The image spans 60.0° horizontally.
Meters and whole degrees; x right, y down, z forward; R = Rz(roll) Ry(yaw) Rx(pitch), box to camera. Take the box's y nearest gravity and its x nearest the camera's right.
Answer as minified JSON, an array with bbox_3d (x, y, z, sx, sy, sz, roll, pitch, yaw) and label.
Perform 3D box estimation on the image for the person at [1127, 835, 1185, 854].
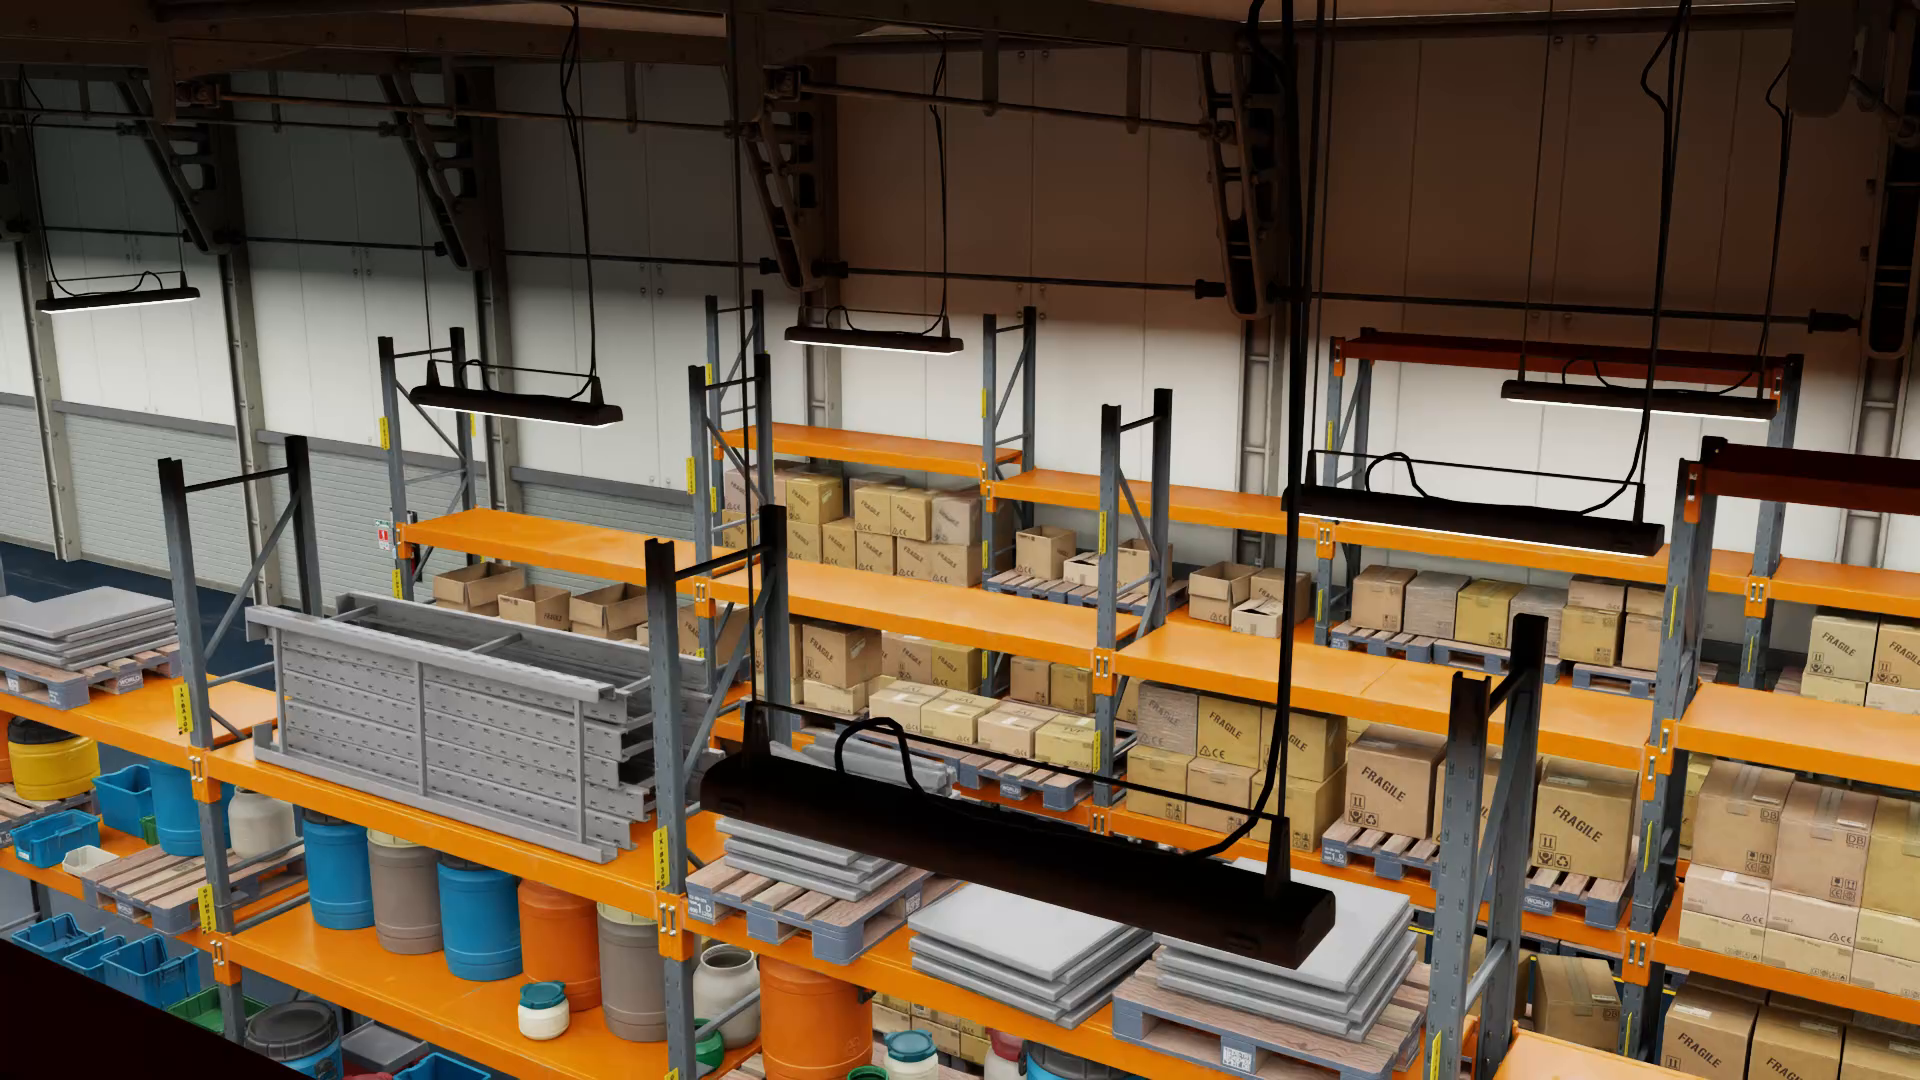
[{"bbox_3d":[1.964,3.091,17.106,1.079,1.711,0.545,6,15,22],"label":"person"}]
